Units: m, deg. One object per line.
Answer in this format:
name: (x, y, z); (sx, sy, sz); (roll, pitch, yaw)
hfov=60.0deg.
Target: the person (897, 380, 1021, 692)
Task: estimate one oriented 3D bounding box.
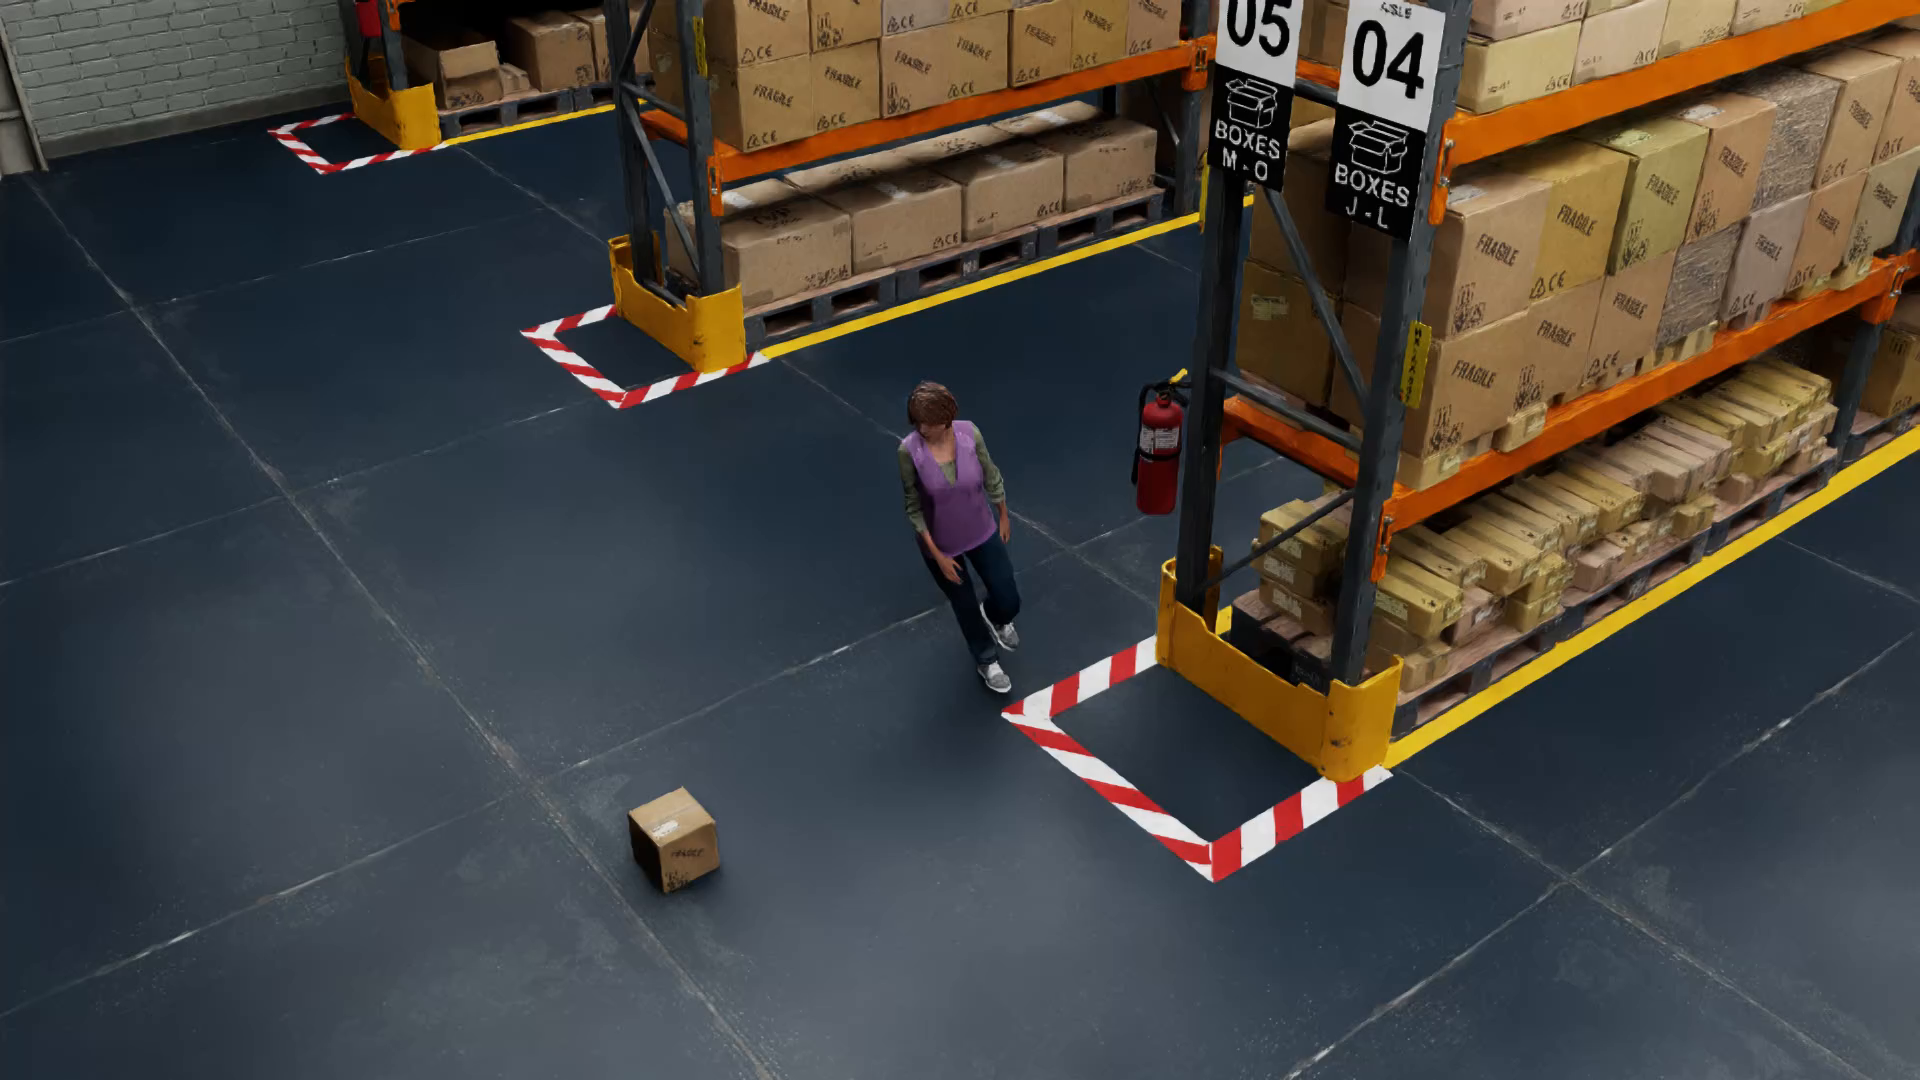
person: (0.017, -0.015, 7.167); (0.570, 1.551, 0.459); (-7, 33, -10)
